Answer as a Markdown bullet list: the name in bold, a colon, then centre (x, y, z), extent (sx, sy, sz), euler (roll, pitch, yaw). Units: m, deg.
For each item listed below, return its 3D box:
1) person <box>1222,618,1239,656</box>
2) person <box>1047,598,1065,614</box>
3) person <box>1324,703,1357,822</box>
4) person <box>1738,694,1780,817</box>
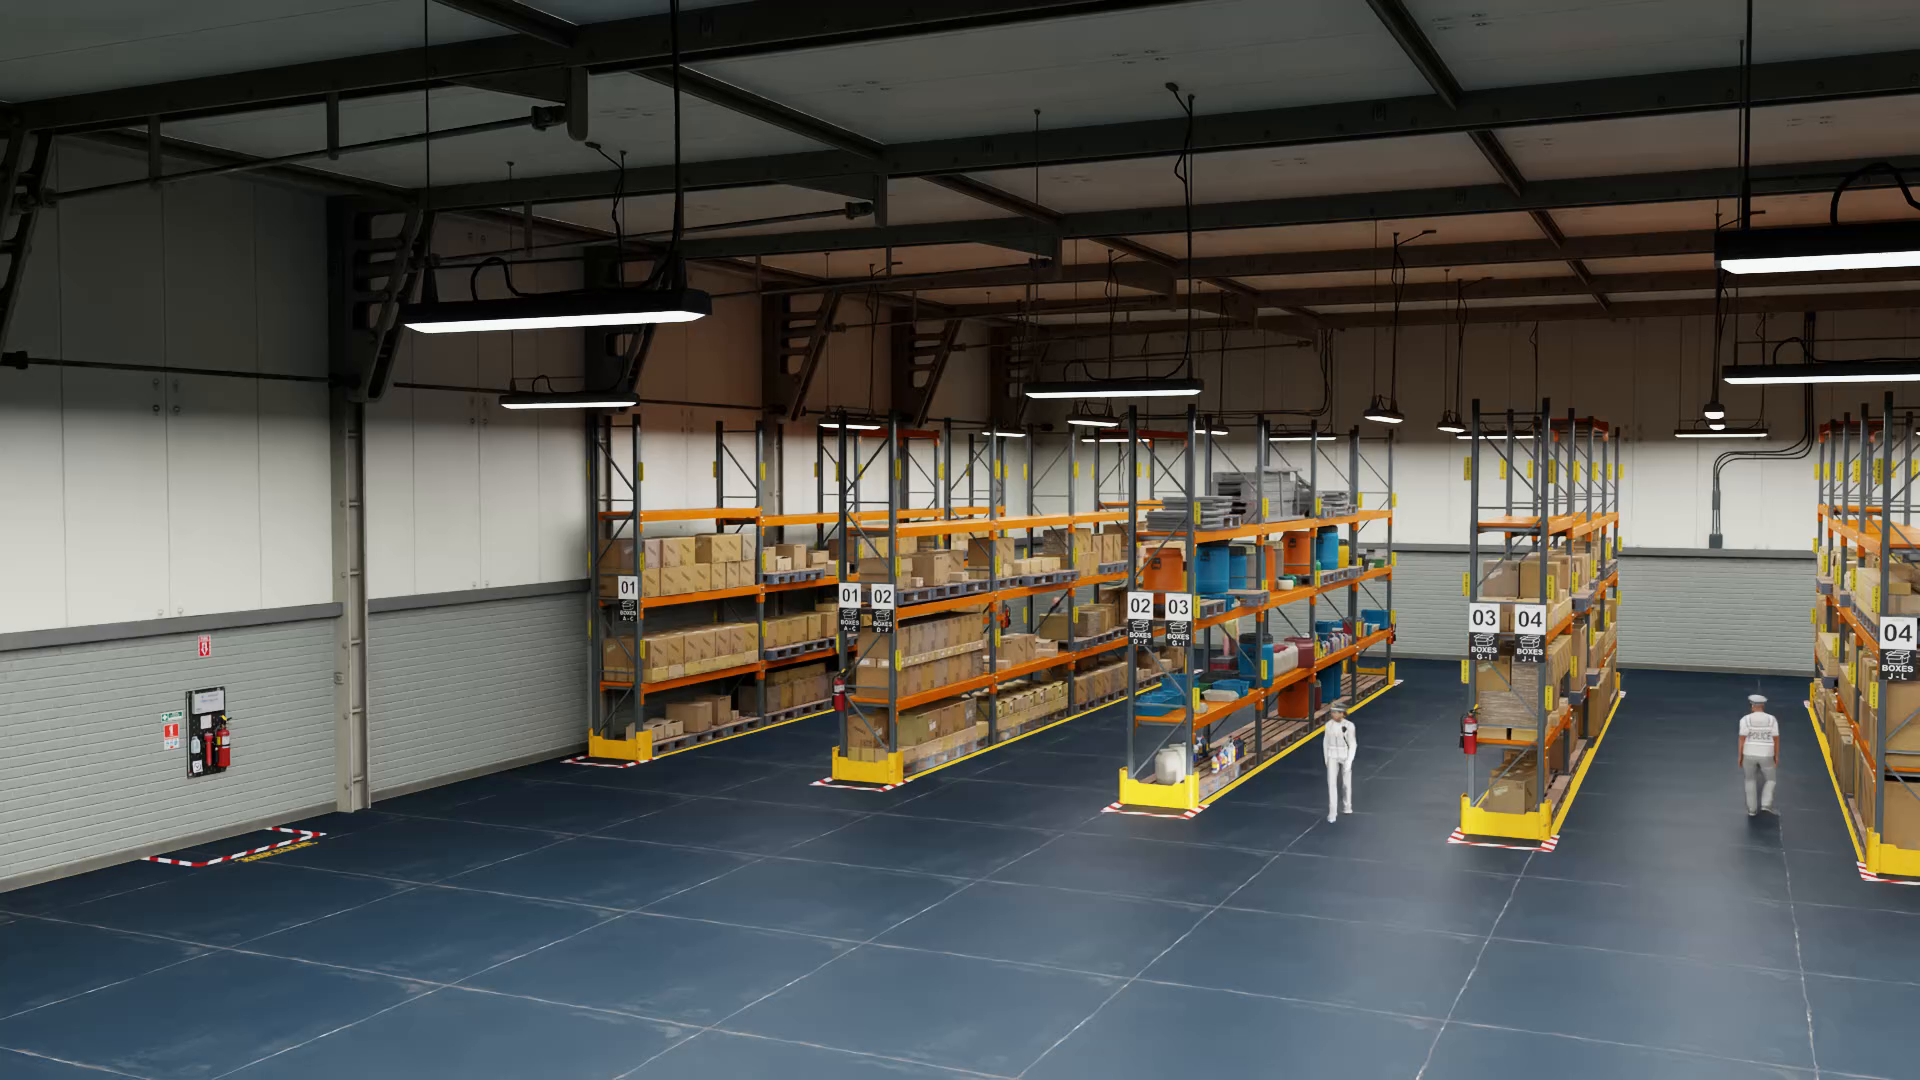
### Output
- **person**: centre (6.806, 2.453, 41.818), extent (0.430, 1.622, 1.033), euler (0, 2, 9)
- **person**: centre (2.522, 2.354, 43.822), extent (0.566, 1.666, 1.068), euler (1, 3, 22)
- **person**: centre (5.482, 3.176, 24.051), extent (0.512, 1.658, 0.845), euler (1, 3, 25)
- **person**: centre (11.582, 3.132, 24.096), extent (0.566, 1.761, 0.552), euler (1, 3, 26)
